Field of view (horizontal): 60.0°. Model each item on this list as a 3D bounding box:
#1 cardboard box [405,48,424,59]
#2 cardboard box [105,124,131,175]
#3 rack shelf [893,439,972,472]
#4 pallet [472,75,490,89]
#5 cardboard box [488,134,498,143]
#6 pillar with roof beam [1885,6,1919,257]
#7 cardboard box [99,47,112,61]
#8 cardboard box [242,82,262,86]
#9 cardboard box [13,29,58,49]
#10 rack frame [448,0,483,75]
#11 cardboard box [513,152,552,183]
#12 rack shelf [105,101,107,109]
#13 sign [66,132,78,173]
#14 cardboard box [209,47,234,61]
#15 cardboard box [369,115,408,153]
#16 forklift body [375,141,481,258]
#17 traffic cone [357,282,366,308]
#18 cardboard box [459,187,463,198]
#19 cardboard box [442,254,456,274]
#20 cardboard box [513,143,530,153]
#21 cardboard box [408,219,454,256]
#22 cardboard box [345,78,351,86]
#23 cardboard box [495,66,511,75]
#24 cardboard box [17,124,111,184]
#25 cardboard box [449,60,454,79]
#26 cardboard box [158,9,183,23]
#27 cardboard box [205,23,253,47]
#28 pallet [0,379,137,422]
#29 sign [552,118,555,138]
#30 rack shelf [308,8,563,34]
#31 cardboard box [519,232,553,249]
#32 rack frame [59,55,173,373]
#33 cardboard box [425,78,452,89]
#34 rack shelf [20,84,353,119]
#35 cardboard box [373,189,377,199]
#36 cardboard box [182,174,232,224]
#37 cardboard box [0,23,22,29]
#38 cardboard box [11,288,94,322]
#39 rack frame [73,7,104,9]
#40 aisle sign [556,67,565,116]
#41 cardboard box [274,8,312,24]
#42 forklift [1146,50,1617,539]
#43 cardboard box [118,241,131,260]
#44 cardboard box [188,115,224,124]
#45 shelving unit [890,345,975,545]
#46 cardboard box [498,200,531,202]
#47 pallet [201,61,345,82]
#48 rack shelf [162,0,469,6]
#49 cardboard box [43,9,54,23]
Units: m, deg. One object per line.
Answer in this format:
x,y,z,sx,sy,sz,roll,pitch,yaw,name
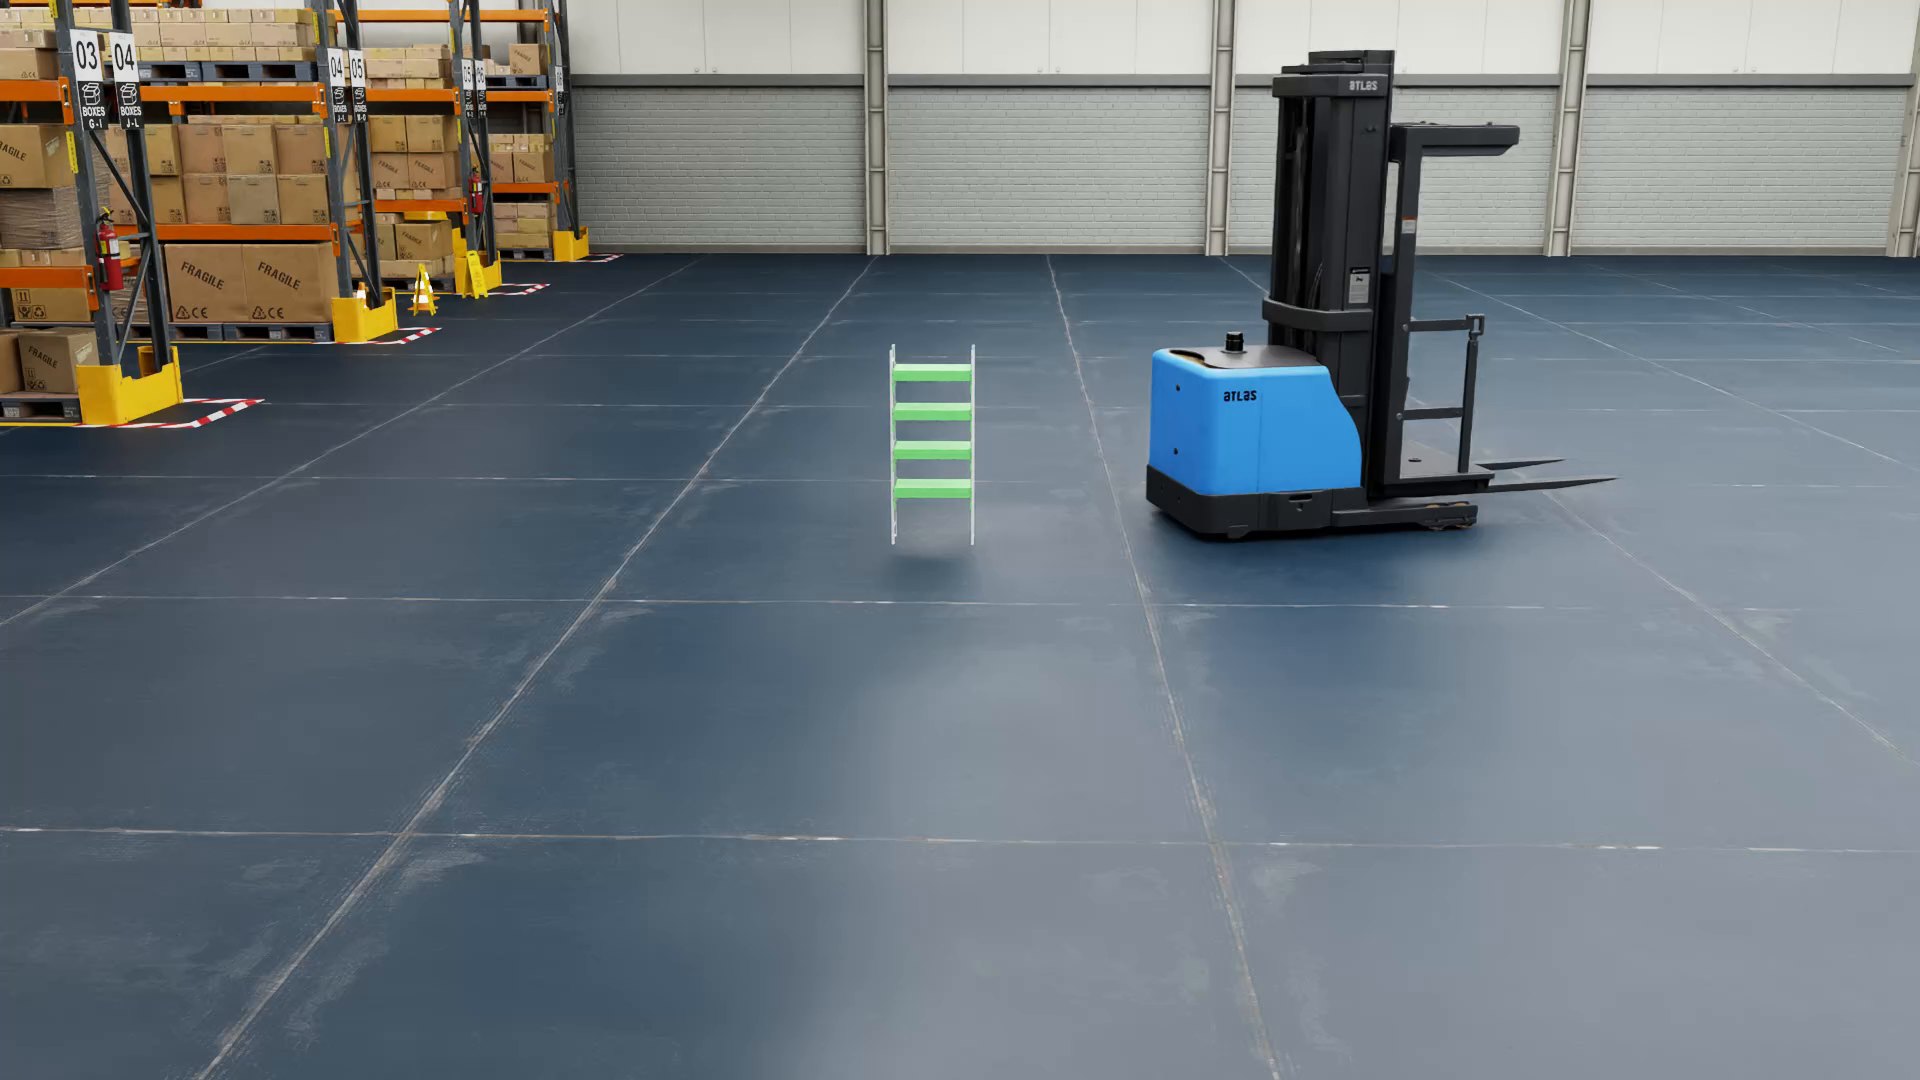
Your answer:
-7.506,-6.748,23.085,0.250,0.149,0.380,1,15,2,cardboard box
-9.470,-4.429,18.836,0.550,0.550,0.875,0,15,1,cardboard box
-0.165,-0.519,10.207,0.480,0.148,0.258,0,15,1,rack shelf
-8.709,-7.787,28.268,1.213,0.211,1.003,0,15,1,pallet
-7.900,-6.824,28.275,0.250,0.149,0.380,0,15,2,cardboard box
16.429,-8.242,23.938,0.400,9.000,9.100,0,15,1,pillar with roof beam
-9.299,-5.341,18.299,0.250,0.149,0.380,0,15,1,cardboard box
-9.836,-6.384,23.270,0.250,0.149,0.380,1,15,3,cardboard box
-7.442,-4.060,13.483,0.250,0.149,0.380,0,15,1,cardboard box
-6.903,-7.996,23.006,0.127,3.000,1.000,0,15,1,rack frame
-7.279,-6.345,28.315,0.500,0.500,0.500,0,15,0,cardboard box
-16.777,-7.528,28.525,4.000,0.370,1.077,0,15,1,rack shelf
-7.191,-3.139,13.468,0.005,0.325,0.100,0,15,1,sign
-8.031,-5.333,18.267,0.250,0.149,0.380,1,15,2,cardboard box
-7.925,-5.723,23.414,0.500,0.500,0.700,1,15,2,cardboard box
-8.722,-5.497,26.961,1.214,2.155,2.313,0,15,1,forklift body
-7.423,-2.971,20.693,0.334,0.463,0.336,0,15,1,traffic cone
-7.237,-5.028,24.012,0.250,0.149,0.380,0,15,2,cardboard box
-7.703,-4.044,24.356,0.500,0.250,0.500,0,15,1,cardboard box
-7.390,-6.648,28.189,0.250,0.149,0.380,1,15,2,cardboard box
-7.726,-4.407,24.260,0.500,0.500,0.500,0,15,0,cardboard box
-8.546,-6.370,23.218,0.250,0.149,0.380,0,15,0,cardboard box
-7.616,-7.869,27.879,0.250,0.149,0.380,0,15,0,cardboard box
-7.699,-3.316,14.291,0.500,0.500,0.500,0,15,1,cardboard box
-7.399,-6.688,23.640,0.500,0.250,0.500,0,15,0,cardboard box
-8.545,-5.722,18.177,0.250,0.149,0.380,0,15,1,cardboard box
-7.925,-5.540,18.271,0.500,0.250,0.500,0,15,2,cardboard box
-8.044,-1.234,14.604,1.213,0.211,1.003,0,15,1,pallet
-6.808,-6.897,27.867,0.005,0.325,0.100,0,15,1,sign
-8.780,-8.733,27.996,4.000,0.370,1.077,0,15,1,rack shelf
-7.258,-5.157,28.573,0.500,0.250,0.500,0,15,2,cardboard box
-7.156,-2.568,14.192,0.127,3.000,1.000,0,15,1,rack frame
-7.267,-6.355,23.159,0.250,0.149,0.380,0,15,2,cardboard box
-8.928,-4.947,18.742,4.000,0.370,1.077,0,15,1,rack shelf
-8.305,-4.933,23.651,0.250,0.149,0.380,1,15,2,cardboard box
-8.408,-3.929,19.058,0.550,0.550,0.875,0,15,1,cardboard box
-10.446,-5.556,18.332,0.500,0.250,0.500,0,15,2,cardboard box
-10.300,-3.012,19.217,0.875,0.875,0.875,1,15,2,cardboard box
-14.778,-9.314,28.001,0.127,3.000,1.000,0,15,1,rack frame
-6.722,-7.542,27.952,0.004,0.787,0.394,0,15,1,aisle sign
-7.274,-5.713,18.146,0.250,0.149,0.380,1,15,2,cardboard box
2.813,-1.603,10.669,3.031,2.935,1.130,-4,15,-13,forklift
-7.435,-2.509,14.462,0.250,0.149,0.380,0,15,1,cardboard box
-10.468,-5.738,23.471,0.500,0.500,0.700,0,15,1,cardboard box
-0.165,-0.581,10.191,0.503,1.200,0.258,0,15,1,shelving unit
-7.755,-5.771,28.942,0.500,0.250,0.500,0,15,2,cardboard box
-7.670,-5.242,18.621,1.213,0.211,1.003,0,15,1,pallet
-8.903,-7.659,23.147,4.000,0.370,1.077,0,15,1,rack shelf
-9.810,-5.730,18.209,0.250,0.149,0.380,0,15,1,cardboard box
